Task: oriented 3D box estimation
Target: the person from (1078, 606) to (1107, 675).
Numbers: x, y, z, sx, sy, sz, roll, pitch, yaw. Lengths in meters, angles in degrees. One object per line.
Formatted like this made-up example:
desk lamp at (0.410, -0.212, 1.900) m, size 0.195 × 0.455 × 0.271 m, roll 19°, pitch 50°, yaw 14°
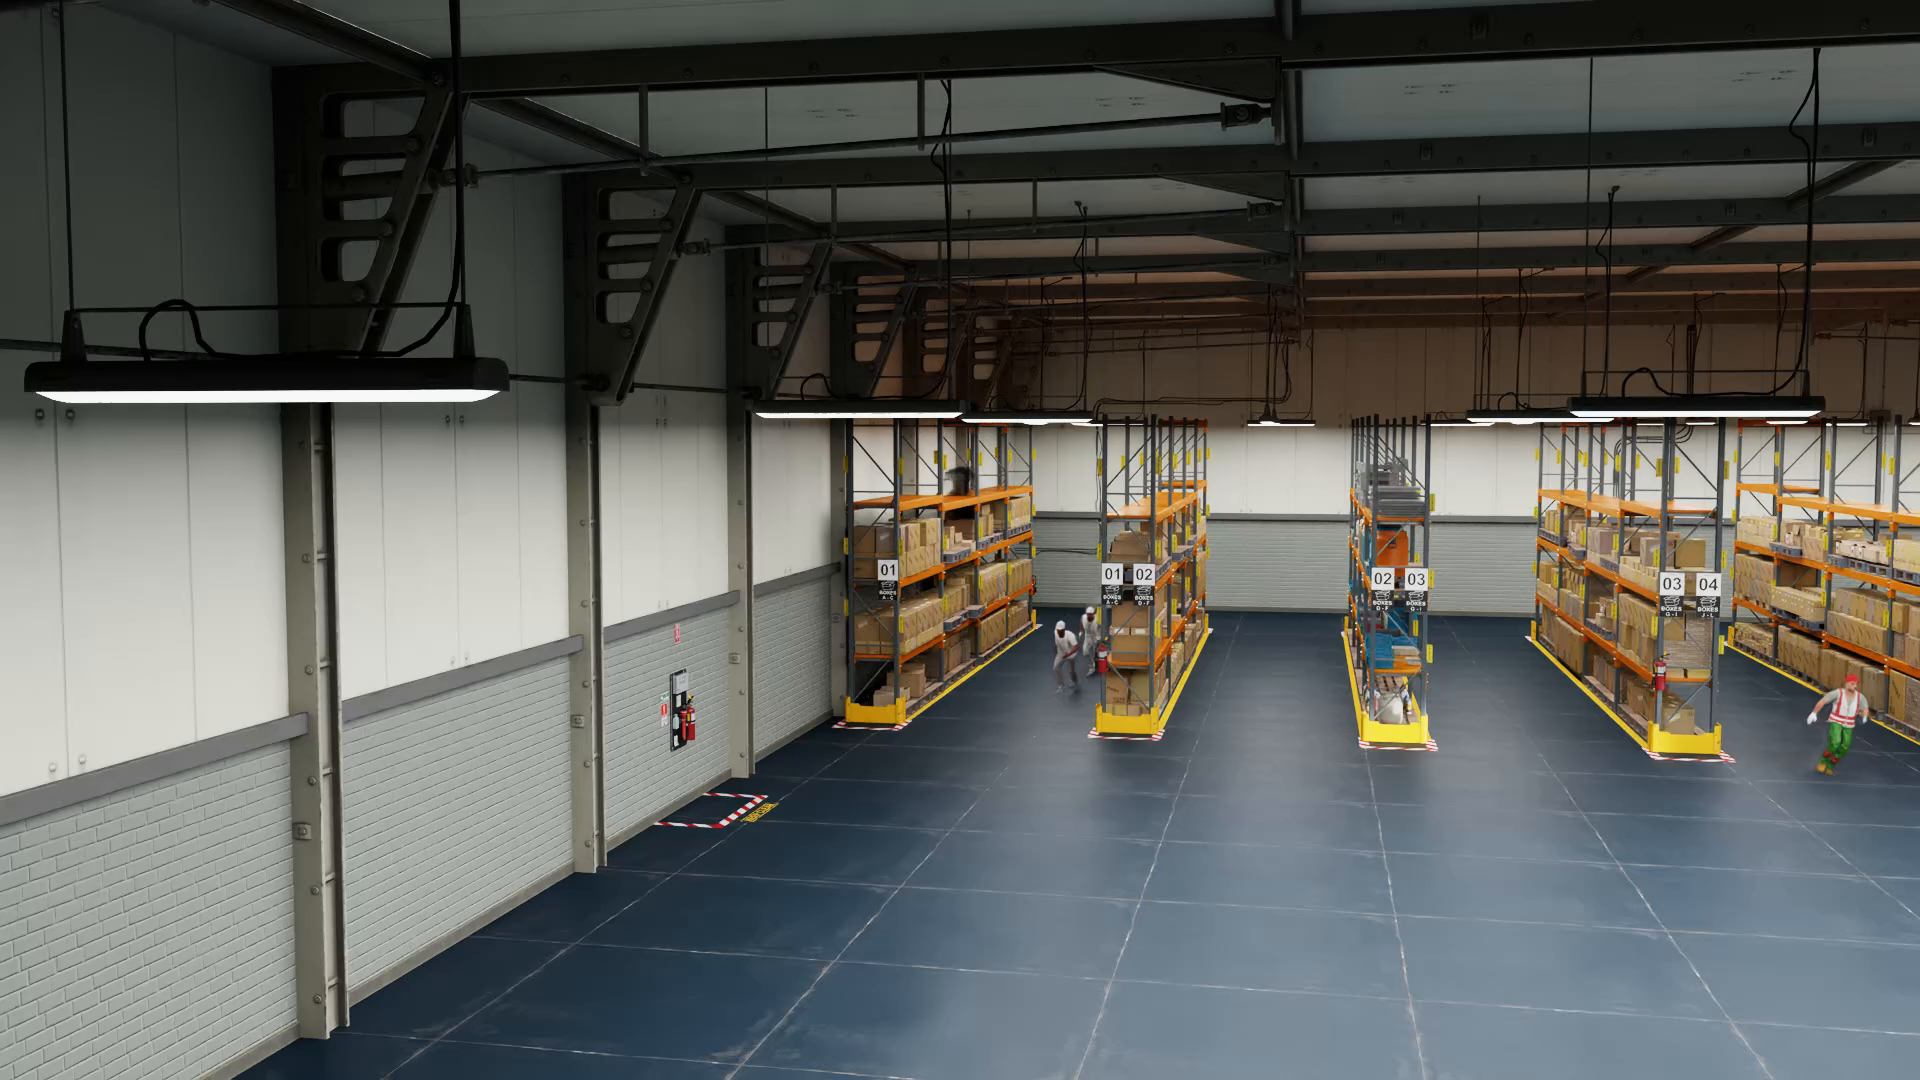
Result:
person at (3.150, 2.335, 39.021) m, size 0.684 × 1.637 × 1.112 m, roll 1°, pitch 4°, yaw 19°

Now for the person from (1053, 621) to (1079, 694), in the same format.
person at (2.336, 2.500, 36.027) m, size 0.718 × 1.593 × 1.105 m, roll 2°, pitch 4°, yaw 31°

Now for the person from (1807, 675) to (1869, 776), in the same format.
person at (14.575, 3.070, 27.454) m, size 0.861 × 1.703 × 0.663 m, roll 0°, pitch 4°, yaw 0°
